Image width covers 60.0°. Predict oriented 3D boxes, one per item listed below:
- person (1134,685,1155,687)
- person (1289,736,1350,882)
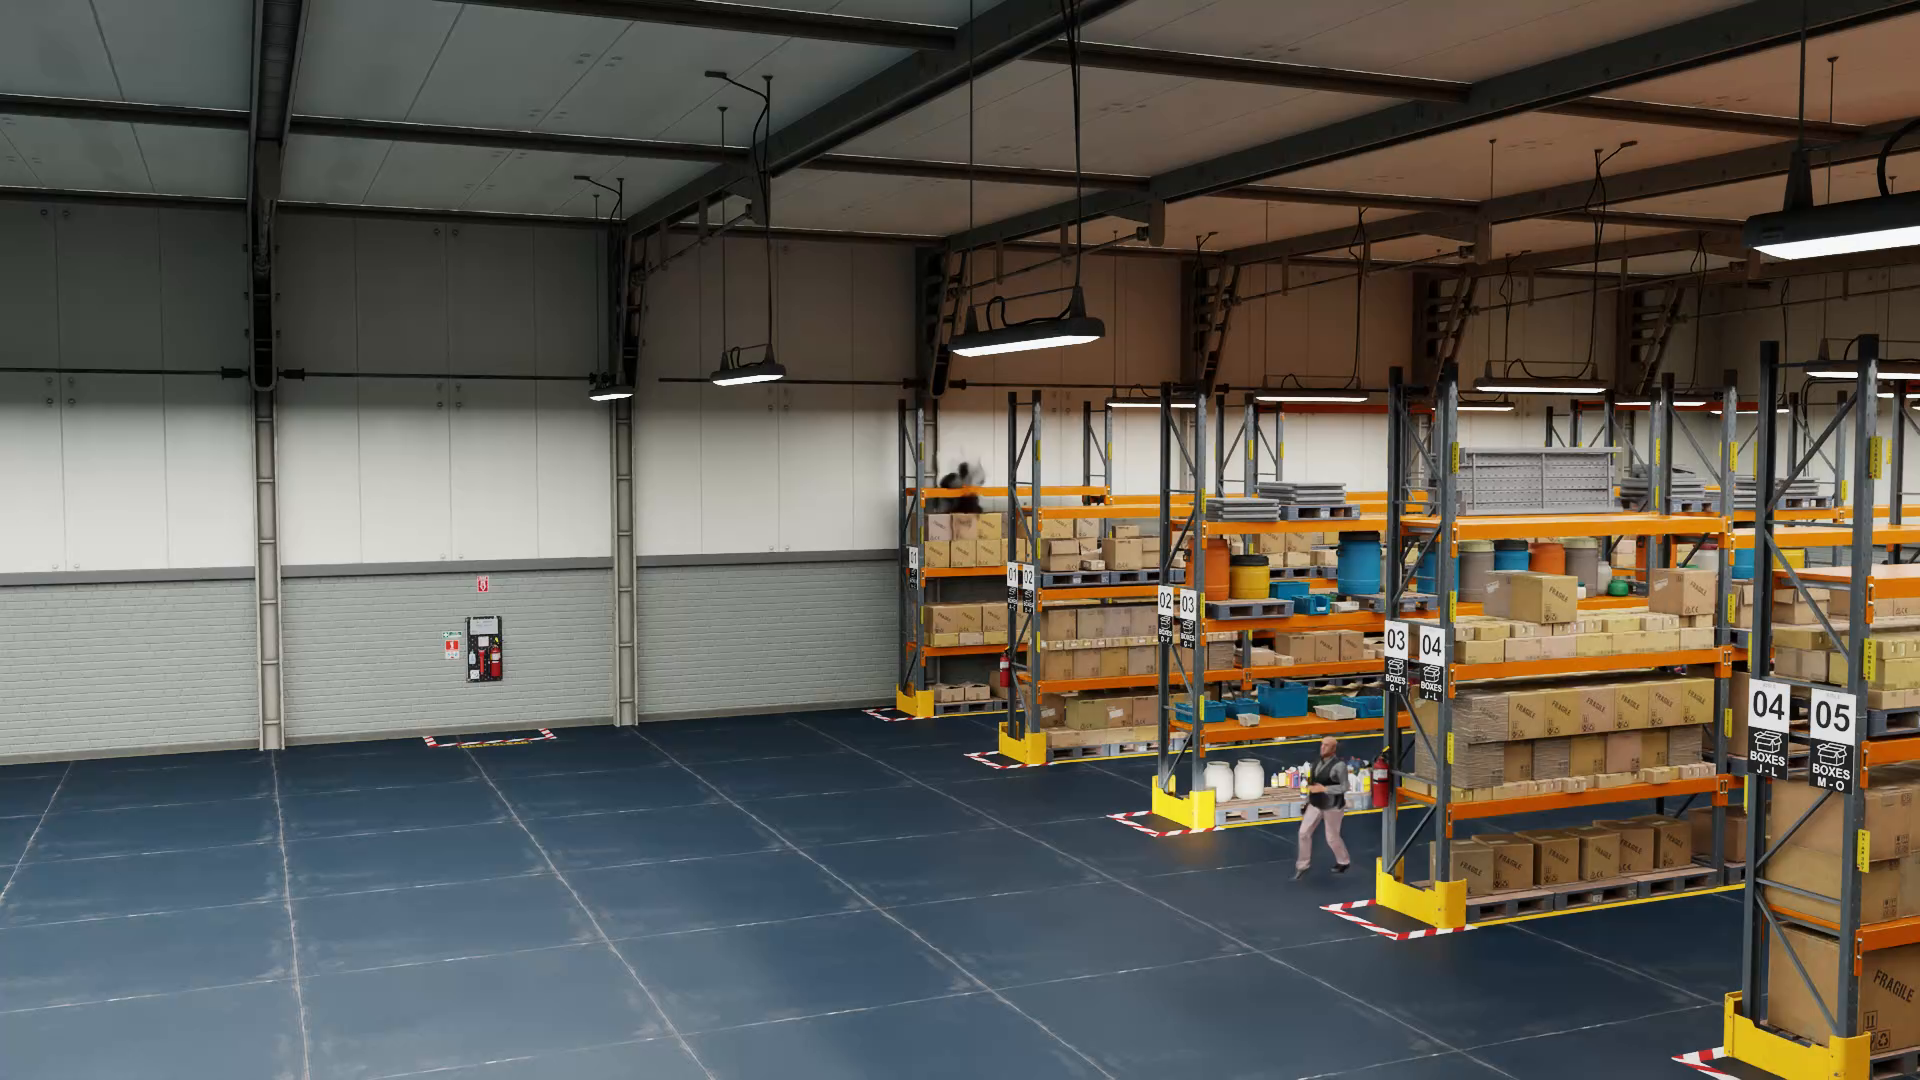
[{"bbox_3d":[3.402,2.528,30.319,0.848,1.727,0.593,-2,4,-36],"label":"person"},{"bbox_3d":[4.358,3.175,19.580,0.790,1.763,0.663,-2,4,-36],"label":"person"}]
